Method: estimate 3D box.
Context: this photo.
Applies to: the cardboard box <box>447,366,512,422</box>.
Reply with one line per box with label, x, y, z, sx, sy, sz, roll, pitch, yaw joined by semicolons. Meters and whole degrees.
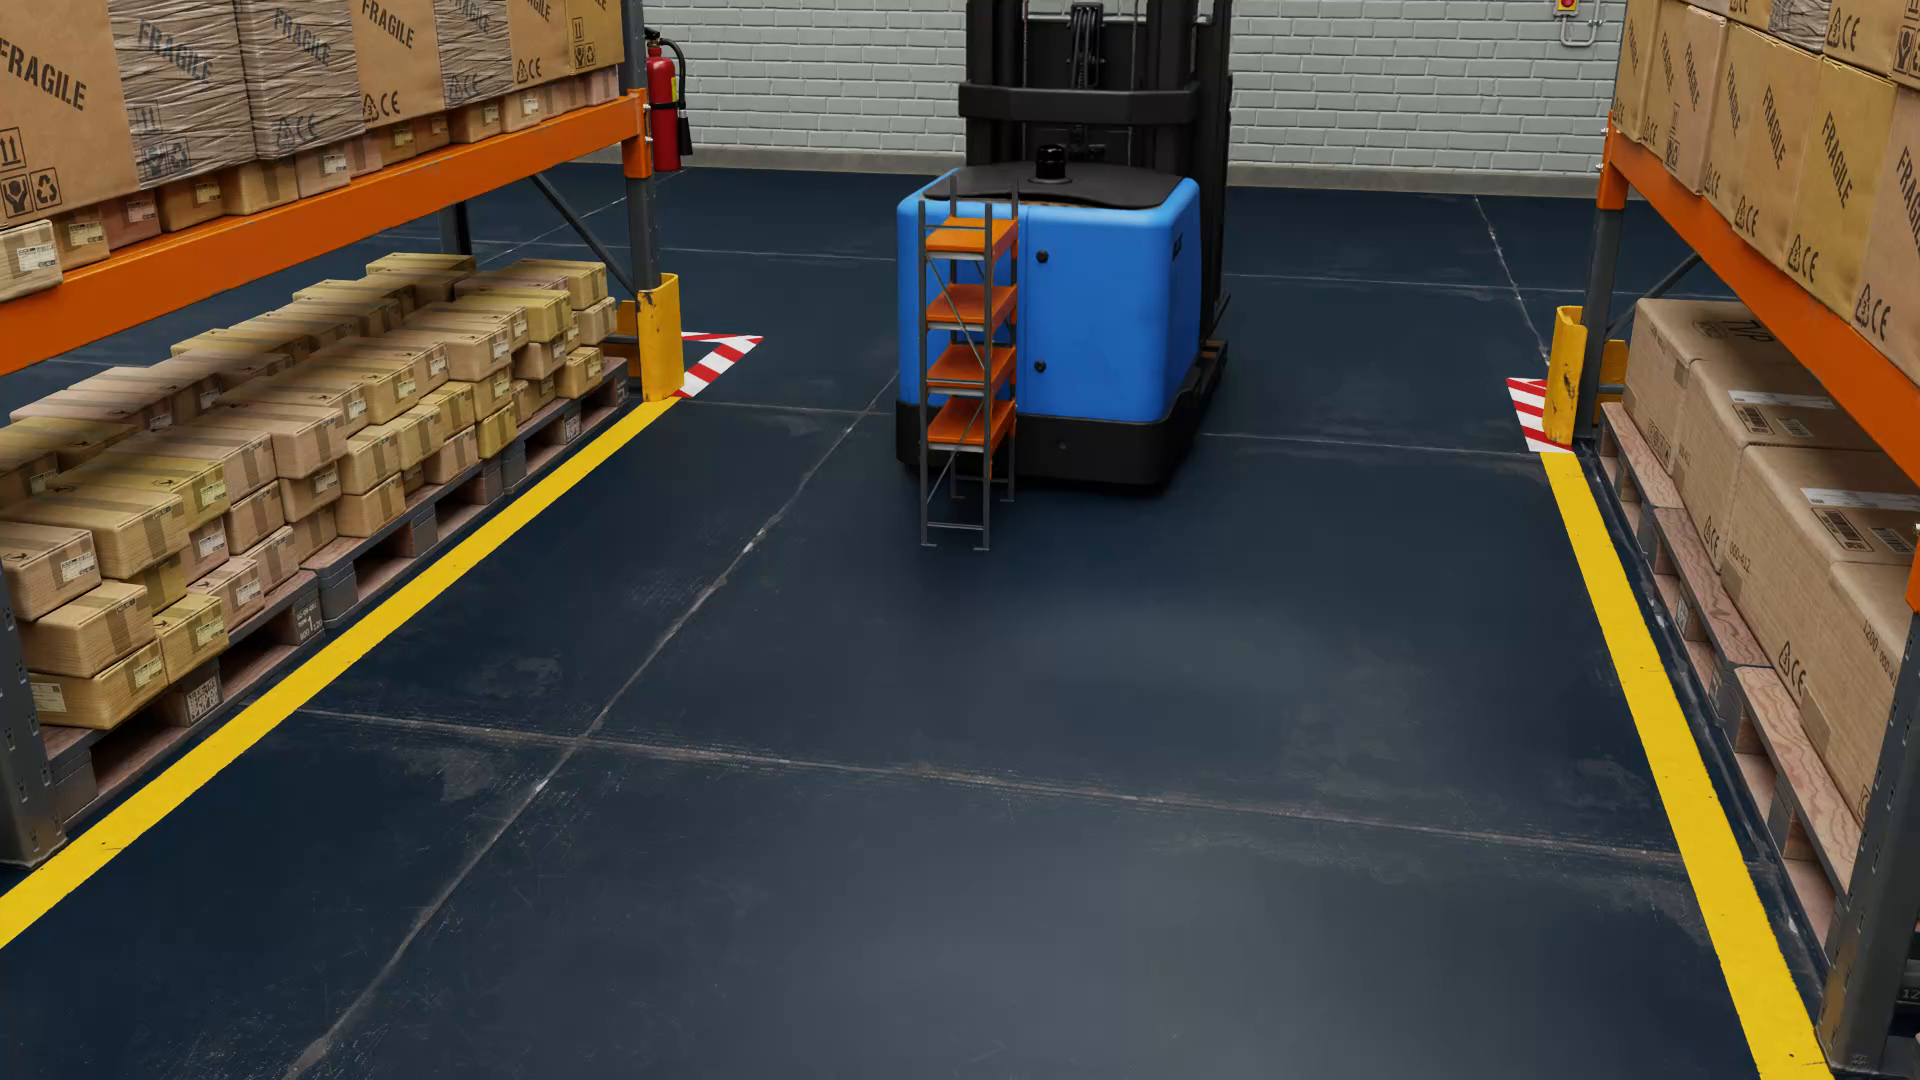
cardboard box;-1.869;-0.549;6.058;0.380;0.149;0.250;5;22;12

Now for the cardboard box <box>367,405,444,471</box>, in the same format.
cardboard box;-1.968;-0.354;5.574;0.380;0.149;0.250;5;22;11

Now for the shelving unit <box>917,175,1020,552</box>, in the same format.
shelving unit;0.034;-0.617;5.780;0.258;1.200;0.503;4;22;11

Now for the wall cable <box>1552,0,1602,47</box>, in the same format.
wall cable;4.151;-4.344;11.222;0.585;1.953;0.123;4;22;11

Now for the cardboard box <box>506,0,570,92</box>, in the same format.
cardboard box;-1.793;-1.947;6.140;0.500;0.500;0.500;4;22;10

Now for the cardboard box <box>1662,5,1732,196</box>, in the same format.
cardboard box;2.447;-1.315;4.969;0.500;0.500;0.500;4;22;11

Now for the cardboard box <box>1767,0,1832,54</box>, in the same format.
cardboard box;2.239;-1.407;3.859;0.500;0.500;0.500;5;22;12

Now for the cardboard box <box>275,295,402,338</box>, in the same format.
cardboard box;-2.367;-0.828;6.351;0.380;0.149;0.250;3;22;8

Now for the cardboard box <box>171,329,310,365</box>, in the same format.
cardboard box;-2.532;-0.634;5.871;0.380;0.149;0.250;5;22;12

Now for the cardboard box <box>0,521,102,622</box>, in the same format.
cardboard box;-2.386;0.070;4.122;0.380;0.149;0.250;5;23;13

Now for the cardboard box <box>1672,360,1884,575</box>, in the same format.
cardboard box;2.808;-0.216;5.242;0.875;0.438;0.875;5;22;12

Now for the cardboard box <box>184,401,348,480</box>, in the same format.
cardboard box;-2.106;-0.306;5.057;0.380;0.149;0.250;5;22;12

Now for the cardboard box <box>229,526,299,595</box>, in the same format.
cardboard box;-2.213;0.059;4.947;0.380;0.149;0.250;4;22;10

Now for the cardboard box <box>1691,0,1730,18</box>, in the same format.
cardboard box;2.451;-1.772;4.766;0.500;0.500;0.500;4;22;11

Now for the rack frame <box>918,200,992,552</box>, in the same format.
rack frame;-0.016;-0.528;5.558;0.240;1.200;0.015;4;22;11

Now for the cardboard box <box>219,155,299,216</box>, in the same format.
cardboard box;-2.121;-1.021;4.711;0.380;0.149;0.250;5;22;12

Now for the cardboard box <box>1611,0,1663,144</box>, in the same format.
cardboard box;2.645;-1.687;5.893;0.500;0.500;0.500;4;22;10

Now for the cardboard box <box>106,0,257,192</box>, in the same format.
cardboard box;-2.217;-1.199;4.284;0.500;0.500;0.500;4;22;11

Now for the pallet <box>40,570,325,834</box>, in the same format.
pallet;-2.557;0.374;4.643;1.003;0.211;1.213;4;22;11

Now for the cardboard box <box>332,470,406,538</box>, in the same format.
cardboard box;-2.045;-0.130;5.416;0.380;0.149;0.250;4;22;9

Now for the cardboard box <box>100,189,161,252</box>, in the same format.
cardboard box;-2.298;-0.835;4.249;0.380;0.149;0.250;3;22;9

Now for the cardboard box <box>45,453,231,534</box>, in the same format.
cardboard box;-2.268;-0.122;4.600;0.380;0.149;0.250;4;22;10

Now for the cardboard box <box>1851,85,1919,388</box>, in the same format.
cardboard box;2.052;-0.567;3.111;0.500;0.500;0.500;5;22;11

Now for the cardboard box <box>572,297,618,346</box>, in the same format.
cardboard box;-1.671;-0.930;7.003;0.380;0.149;0.250;4;22;9

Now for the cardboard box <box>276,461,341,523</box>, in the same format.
cardboard box;-2.157;-0.179;5.138;0.380;0.149;0.250;6;23;13

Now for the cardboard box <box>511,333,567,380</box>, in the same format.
cardboard box;-1.776;-0.740;6.531;0.380;0.149;0.250;4;22;9

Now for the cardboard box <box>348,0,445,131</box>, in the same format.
cardboard box;-1.999;-1.579;5.227;0.500;0.500;0.500;6;23;14

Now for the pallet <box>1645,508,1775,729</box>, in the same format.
pallet;2.686;0.243;4.968;1.003;0.211;1.213;4;22;11

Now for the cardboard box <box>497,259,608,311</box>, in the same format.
cardboard box;-1.703;-1.070;6.952;0.380;0.149;0.250;5;22;12

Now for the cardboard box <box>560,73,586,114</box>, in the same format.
cardboard box;-1.720;-1.789;6.617;0.380;0.149;0.250;4;22;11

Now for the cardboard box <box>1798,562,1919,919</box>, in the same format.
cardboard box;2.440;0.441;3.610;0.875;0.438;0.875;4;22;10

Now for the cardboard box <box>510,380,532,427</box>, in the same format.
cardboard box;-1.875;-0.515;6.372;0.380;0.149;0.250;5;22;11

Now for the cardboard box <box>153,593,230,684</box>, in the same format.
cardboard box;-2.216;0.250;4.471;0.380;0.149;0.250;5;22;13

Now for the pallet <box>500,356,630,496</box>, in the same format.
pallet;-2.059;-0.519;6.859;1.003;0.211;1.213;4;22;11

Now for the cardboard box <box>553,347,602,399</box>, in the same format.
cardboard box;-1.700;-0.697;6.822;0.380;0.149;0.250;5;23;13

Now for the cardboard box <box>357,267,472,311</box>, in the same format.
cardboard box;-2.221;-1.007;6.796;0.380;0.149;0.250;5;22;12

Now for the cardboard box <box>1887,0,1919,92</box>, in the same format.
cardboard box;2.033;-1.035;2.936;0.500;0.500;0.500;4;22;10

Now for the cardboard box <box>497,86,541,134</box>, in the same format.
cardboard box;-1.786;-1.601;6.150;0.380;0.149;0.250;5;22;12

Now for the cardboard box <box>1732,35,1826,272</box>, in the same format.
cardboard box;2.240;-0.940;4.039;0.500;0.500;0.500;4;22;10

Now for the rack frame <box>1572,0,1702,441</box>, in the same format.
rack frame;3.024;-1.794;6.293;1.000;3.000;0.127;4;22;11

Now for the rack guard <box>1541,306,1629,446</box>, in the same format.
rack guard;3.028;-0.643;6.782;1.175;0.500;0.348;4;22;11

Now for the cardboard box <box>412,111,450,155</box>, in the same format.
cardboard box;-1.982;-1.413;5.682;0.380;0.149;0.250;4;22;9

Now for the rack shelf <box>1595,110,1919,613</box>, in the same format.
rack shelf;2.615;-0.729;4.611;1.077;0.370;4.000;4;22;11

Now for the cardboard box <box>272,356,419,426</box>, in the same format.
cardboard box;-2.042;-0.500;5.536;0.380;0.149;0.250;5;22;11

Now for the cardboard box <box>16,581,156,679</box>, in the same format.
cardboard box;-2.272;0.210;4.173;0.380;0.149;0.250;5;23;13

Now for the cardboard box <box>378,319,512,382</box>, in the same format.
cardboard box;-1.854;-0.685;5.998;0.380;0.149;0.250;5;23;13

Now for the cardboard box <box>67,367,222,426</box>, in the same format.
cardboard box;-2.647;-0.452;5.419;0.380;0.149;0.250;4;22;9

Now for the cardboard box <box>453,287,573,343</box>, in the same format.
cardboard box;-1.739;-0.878;6.476;0.380;0.149;0.250;4;22;10

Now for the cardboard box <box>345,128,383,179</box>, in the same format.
cardboard box;-2.051;-1.220;5.205;0.380;0.149;0.250;5;23;13

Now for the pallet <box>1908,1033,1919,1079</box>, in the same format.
pallet;2.124;1.250;2.466;1.003;0.211;1.213;4;22;11

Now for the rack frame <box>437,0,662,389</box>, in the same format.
rack frame;-1.843;-2.134;7.138;1.000;3.000;0.127;4;22;11

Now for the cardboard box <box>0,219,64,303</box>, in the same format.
cardboard box;-2.281;-0.634;3.748;0.380;0.149;0.250;5;23;13

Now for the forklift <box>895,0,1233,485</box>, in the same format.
forklift;0.627;-2.084;7.104;1.130;2.935;3.031;6;23;14

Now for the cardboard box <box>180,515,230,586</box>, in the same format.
cardboard box;-2.294;0.019;4.648;0.380;0.149;0.250;4;22;11

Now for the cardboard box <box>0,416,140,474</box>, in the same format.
cardboard box;-2.655;-0.247;4.909;0.380;0.149;0.250;5;23;13

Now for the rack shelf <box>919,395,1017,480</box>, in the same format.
rack shelf;0.034;-0.371;5.879;0.258;0.148;0.480;4;22;11

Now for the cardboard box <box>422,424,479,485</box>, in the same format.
cardboard box;-1.942;-0.319;5.884;0.380;0.149;0.250;5;22;12

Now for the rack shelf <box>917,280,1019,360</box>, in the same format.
rack shelf;0.034;-0.762;5.721;0.258;0.148;0.480;4;22;11
